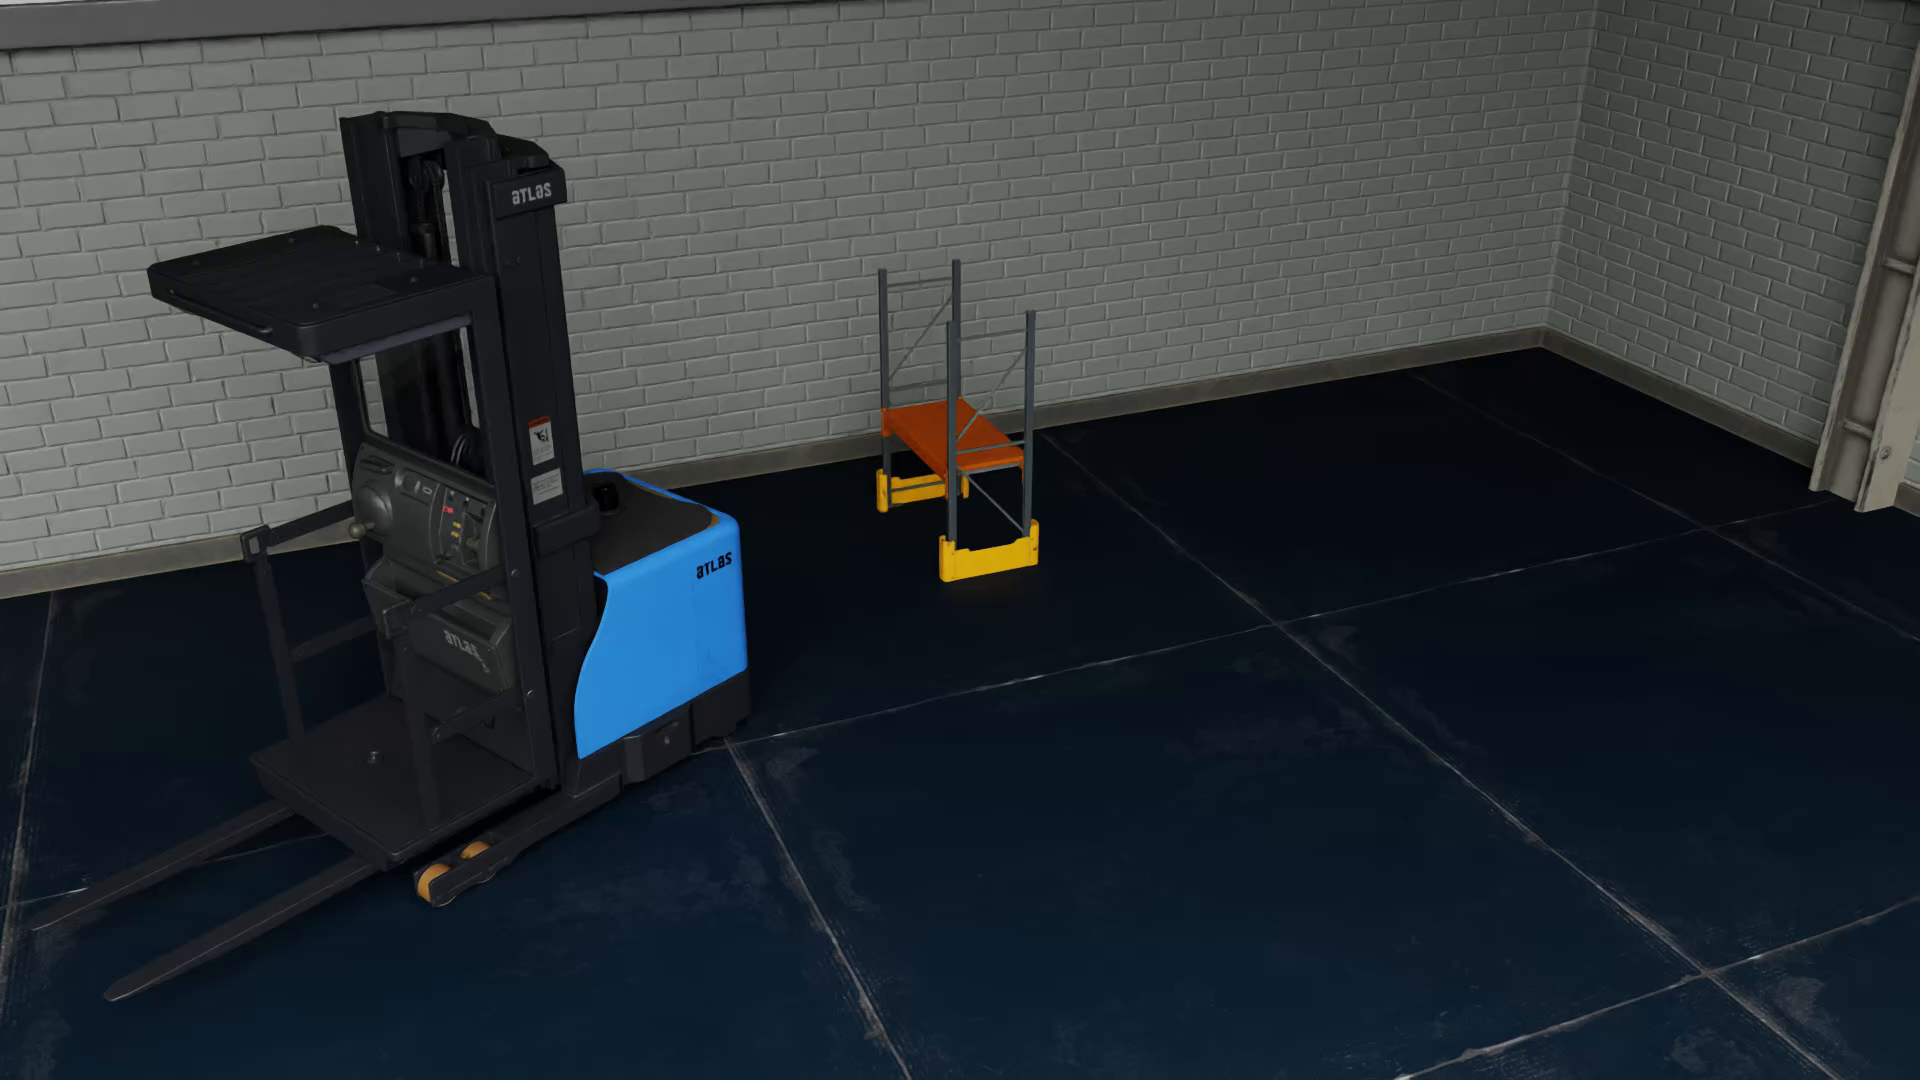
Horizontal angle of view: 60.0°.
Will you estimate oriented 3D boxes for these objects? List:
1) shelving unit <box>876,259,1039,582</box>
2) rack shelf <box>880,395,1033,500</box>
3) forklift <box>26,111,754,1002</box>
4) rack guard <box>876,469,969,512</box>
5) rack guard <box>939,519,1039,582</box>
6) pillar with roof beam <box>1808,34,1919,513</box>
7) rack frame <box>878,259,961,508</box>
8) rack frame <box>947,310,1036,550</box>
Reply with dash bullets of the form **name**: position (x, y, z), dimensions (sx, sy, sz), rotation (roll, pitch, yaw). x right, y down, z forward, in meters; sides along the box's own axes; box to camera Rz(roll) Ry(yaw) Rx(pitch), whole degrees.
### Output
- **shelving unit**: position (-0.030, -0.705, 9.484), dimensions (0.587, 1.500, 1.083), rotation (-11, 28, -21)
- **rack shelf**: position (-0.033, -0.547, 9.570), dimensions (0.538, 0.185, 1.000), rotation (-11, 28, -21)
- **forklift**: position (-2.307, -0.087, 6.588), dimensions (1.130, 2.935, 3.031), rotation (20, 32, 35)
- **rack guard**: position (-0.225, -0.344, 10.170), dimensions (0.587, 0.250, 0.087), rotation (-11, 28, -21)
- **rack guard**: position (0.165, 0.058, 9.346), dimensions (0.587, 0.250, 0.087), rotation (-11, 28, -21)
- **pillar with roof beam**: position (1.565, -3.575, 6.815), dimensions (9.100, 9.000, 0.400), rotation (-11, 28, -21)
- **rack frame**: position (-0.232, -0.914, 9.912), dimensions (0.500, 1.500, 0.032), rotation (-11, 28, -21)
- **rack frame**: position (0.166, -0.503, 9.071), dimensions (0.500, 1.500, 0.032), rotation (-11, 28, -21)
